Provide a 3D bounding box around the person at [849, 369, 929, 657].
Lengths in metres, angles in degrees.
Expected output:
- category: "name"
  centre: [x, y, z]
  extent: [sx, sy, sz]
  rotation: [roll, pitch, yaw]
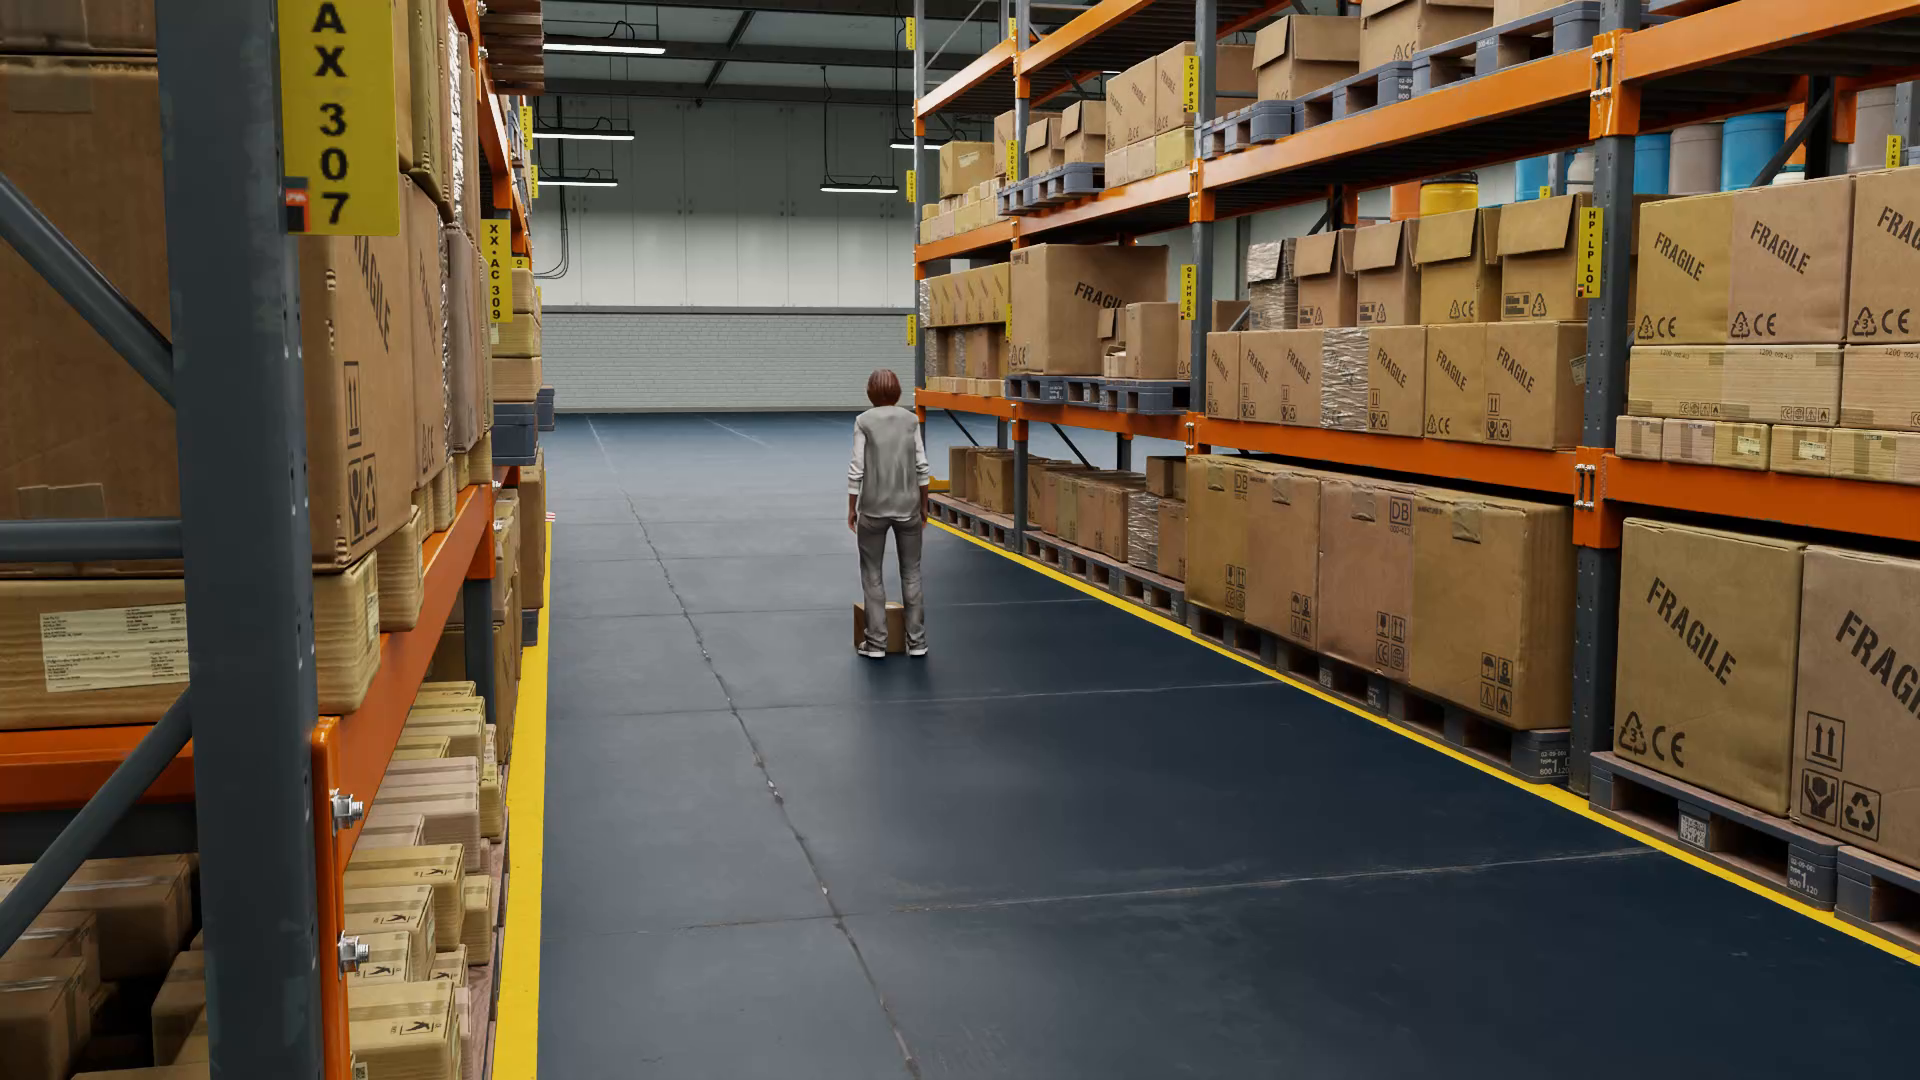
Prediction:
- category: "person"
  centre: [-0.387, -0.140, 9.186]
  extent: [0.457, 1.581, 0.348]
  rotation: [-2, 7, -14]
